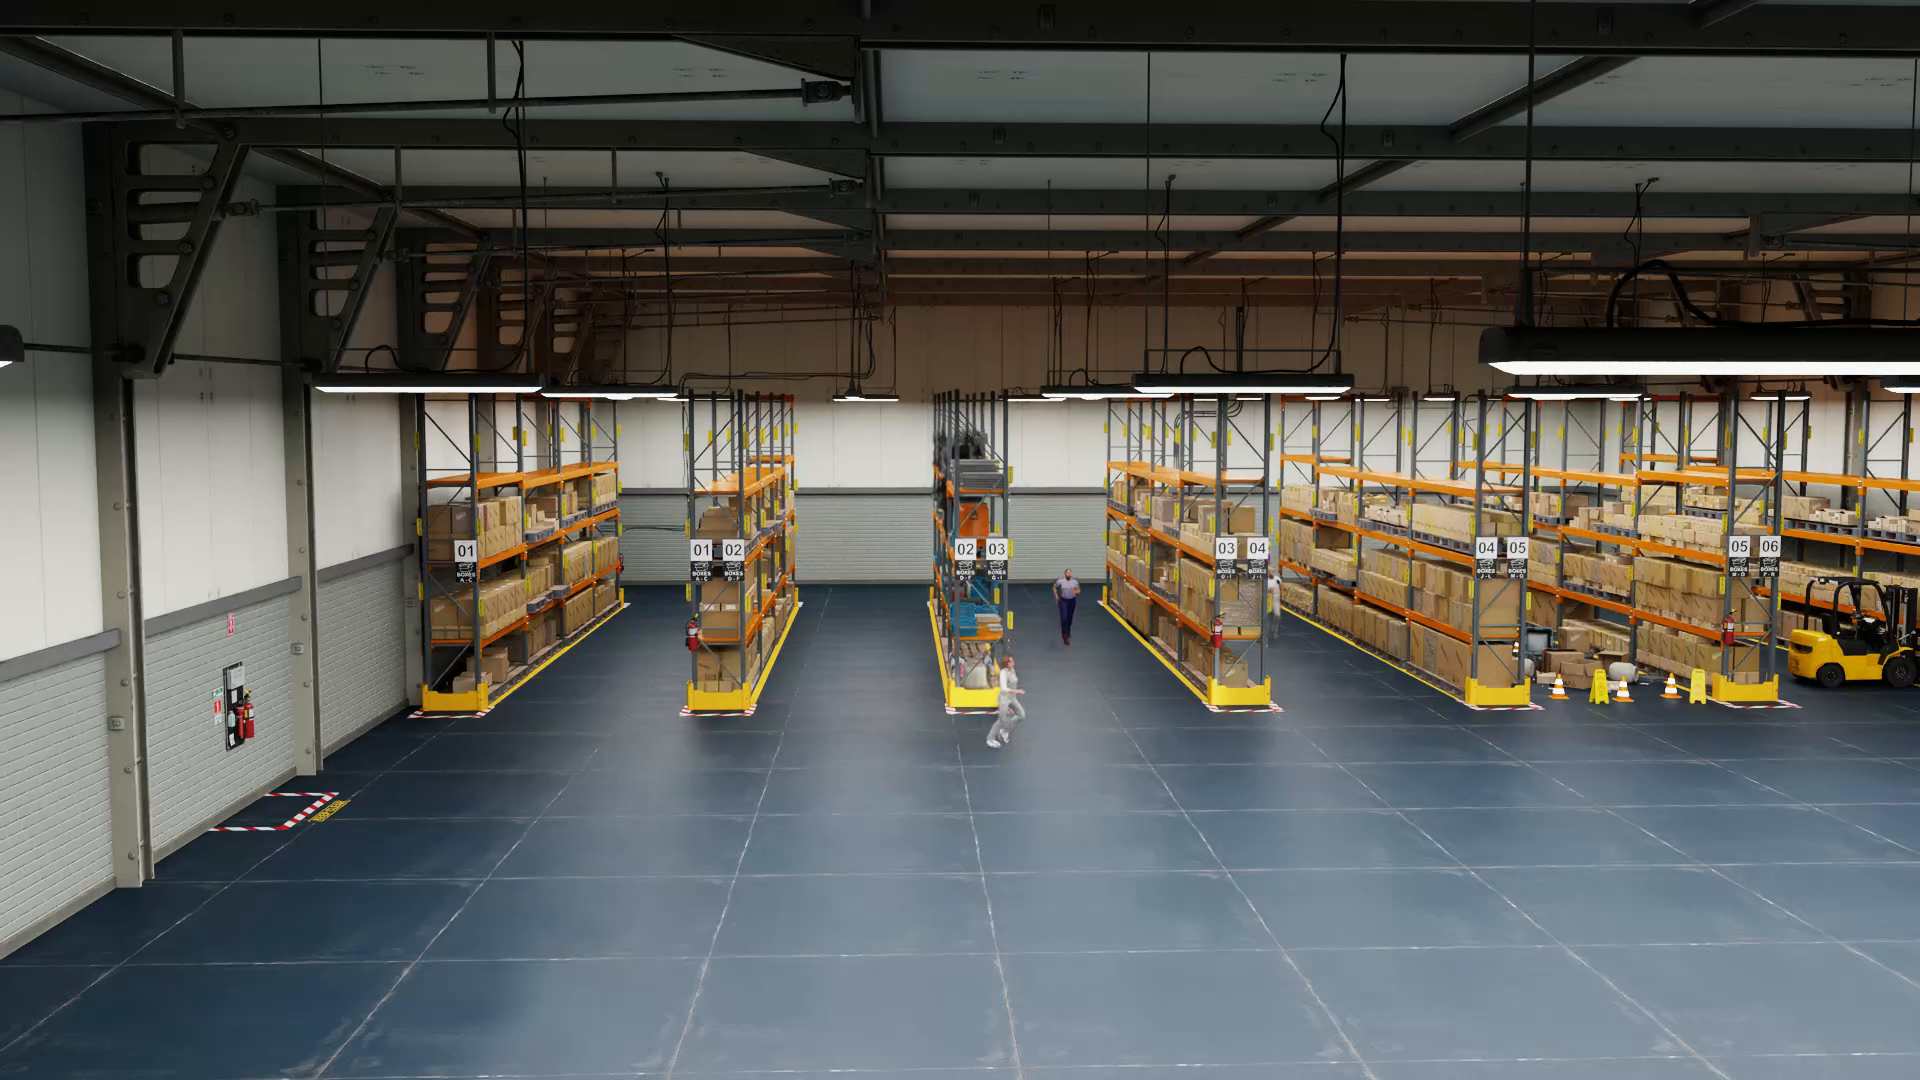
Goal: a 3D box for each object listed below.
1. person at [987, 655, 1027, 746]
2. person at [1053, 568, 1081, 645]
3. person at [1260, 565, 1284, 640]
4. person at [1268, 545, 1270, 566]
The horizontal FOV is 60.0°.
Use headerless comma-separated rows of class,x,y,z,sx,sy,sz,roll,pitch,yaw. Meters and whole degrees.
person,0.807,2.676,27.688,0.745,1.555,0.560,3,6,33
person,2.484,1.516,38.368,0.582,1.733,0.721,-1,5,-14
person,7.627,1.520,40.812,0.672,1.842,0.925,0,5,-2
person,8.830,0.902,49.008,0.646,1.678,0.766,0,5,6
